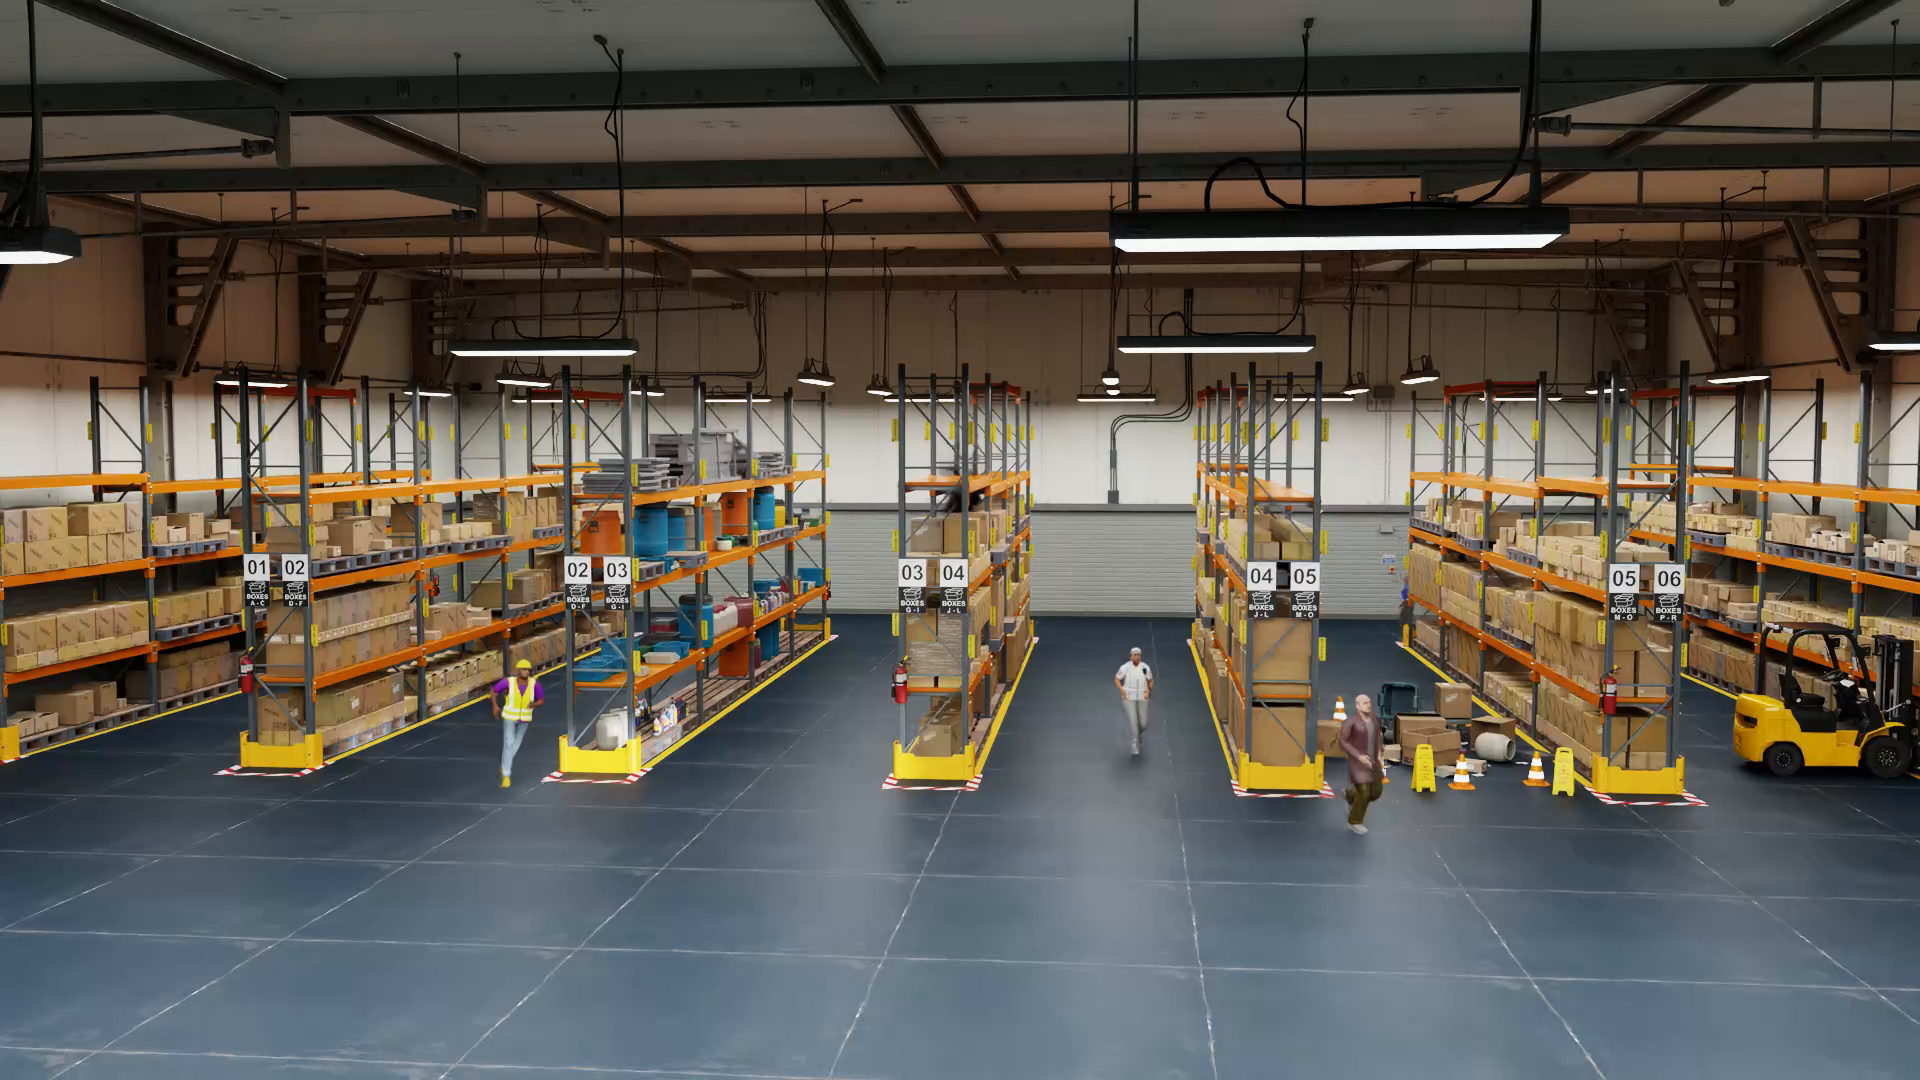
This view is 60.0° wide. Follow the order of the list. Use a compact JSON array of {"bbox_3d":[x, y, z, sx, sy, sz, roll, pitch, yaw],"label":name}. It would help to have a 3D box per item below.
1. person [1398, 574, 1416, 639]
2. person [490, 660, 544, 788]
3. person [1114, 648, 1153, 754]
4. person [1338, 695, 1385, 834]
[{"bbox_3d":[10.900,1.623,40.305,0.548,1.627,0.614,2,4,24],"label":"person"},{"bbox_3d":[-6.359,2.602,23.968,0.721,1.772,0.899,-2,4,-30],"label":"person"},{"bbox_3d":[2.748,2.509,26.214,0.614,1.648,0.631,0,4,-5],"label":"person"},{"bbox_3d":[5.045,2.803,20.915,0.733,1.749,0.702,-2,4,-29],"label":"person"}]
